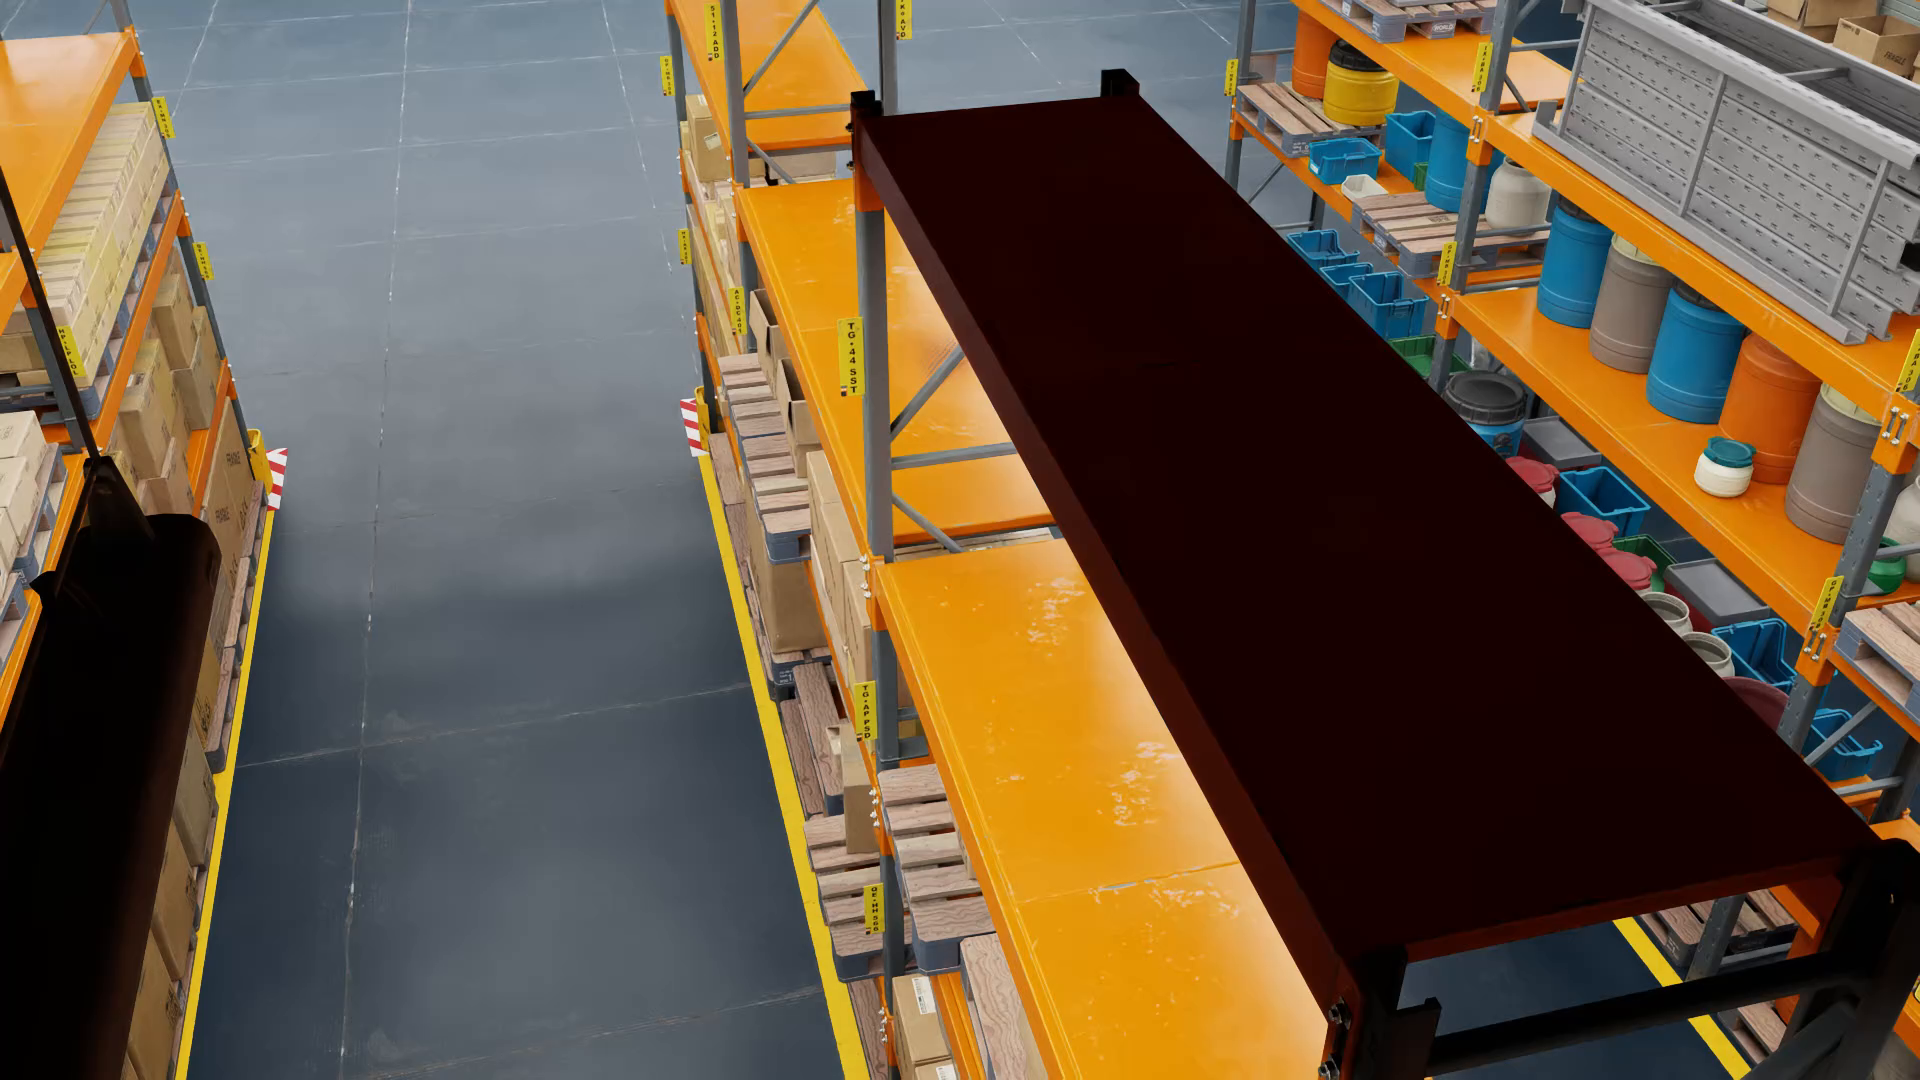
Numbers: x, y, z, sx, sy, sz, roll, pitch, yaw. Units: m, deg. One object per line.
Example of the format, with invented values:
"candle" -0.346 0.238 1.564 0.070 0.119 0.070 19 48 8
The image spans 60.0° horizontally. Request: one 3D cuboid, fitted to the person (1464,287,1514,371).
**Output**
"person" 4.993 -2.203 15.856 0.461 1.727 0.605 -8 35 -11
